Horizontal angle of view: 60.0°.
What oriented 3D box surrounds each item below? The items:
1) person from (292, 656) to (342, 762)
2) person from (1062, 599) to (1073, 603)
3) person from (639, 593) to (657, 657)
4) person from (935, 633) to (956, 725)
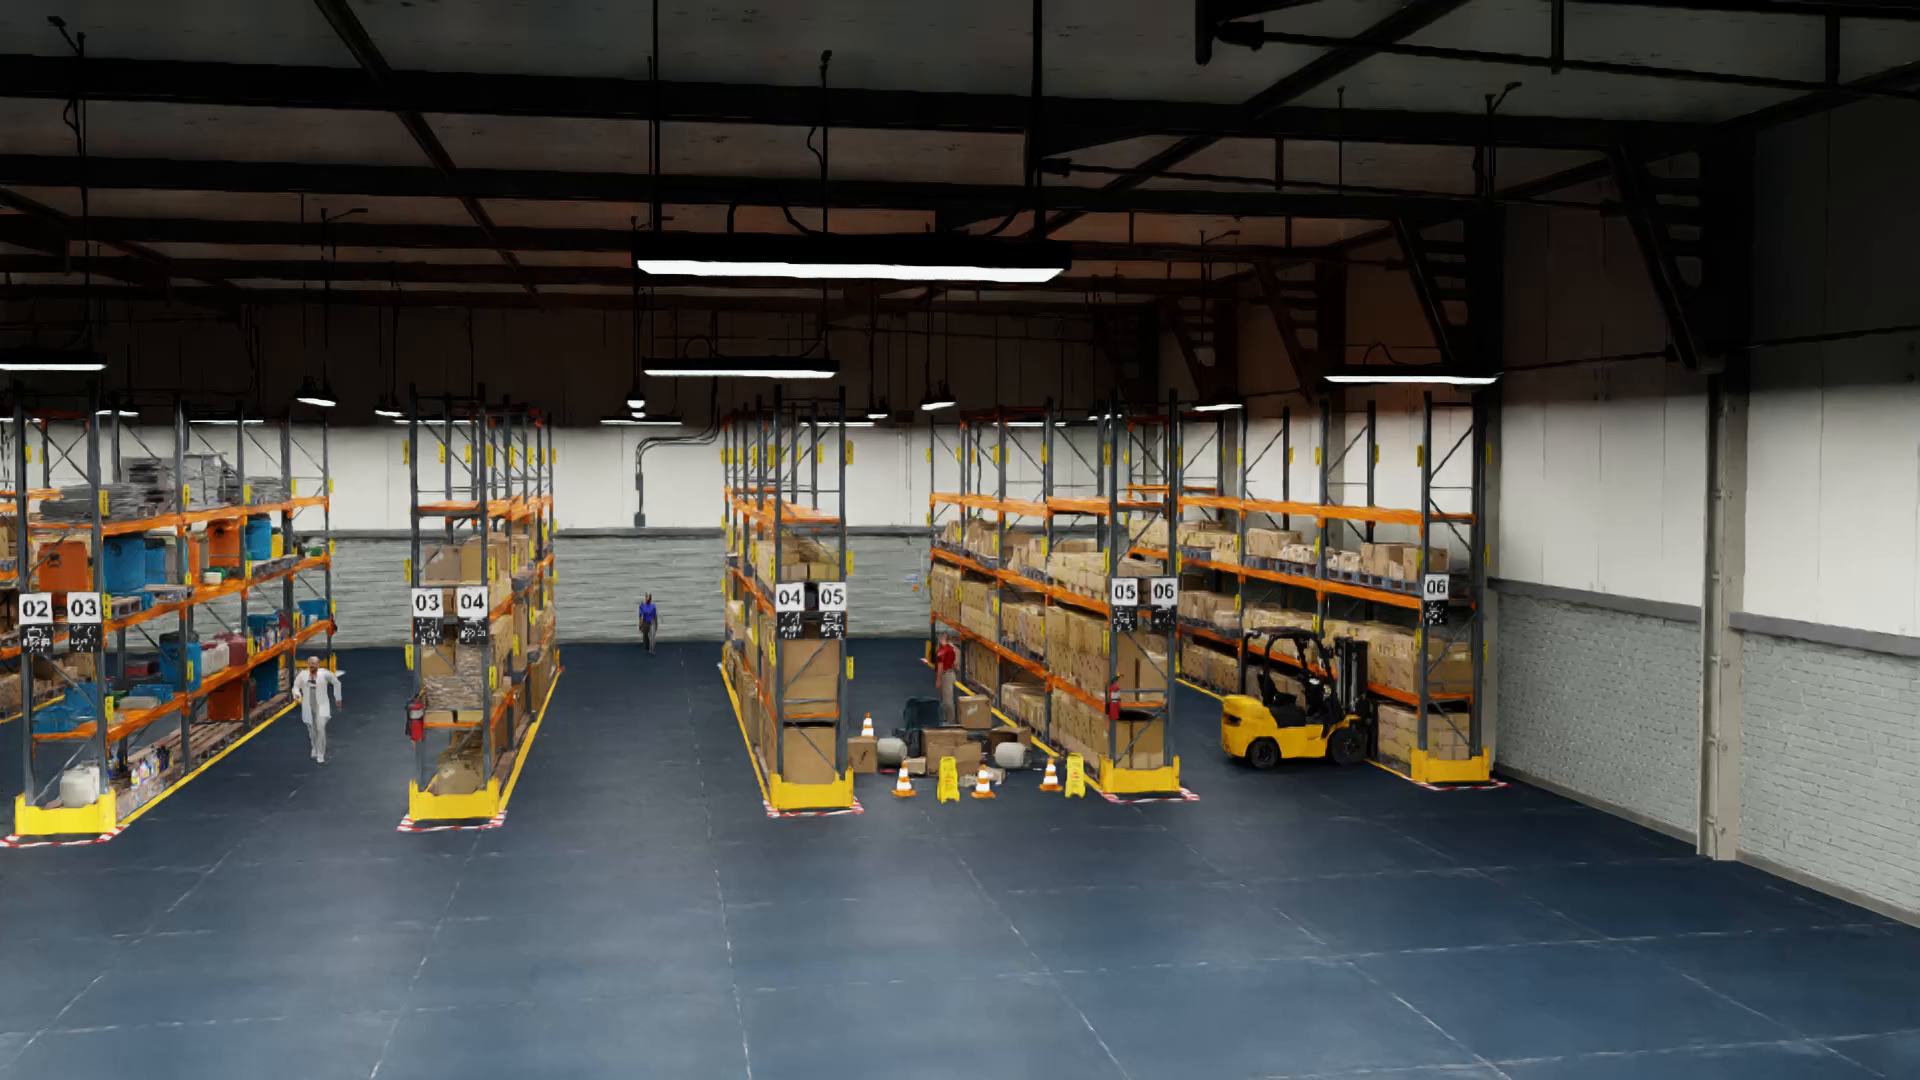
[{"bbox_3d":[-10.623,2.753,27.418,0.736,1.715,0.891,0,3,-5],"label":"person"},{"bbox_3d":[2.839,1.940,43.033,0.713,1.785,0.555,-2,4,-41],"label":"person"},{"bbox_3d":[-7.789,2.096,41.504,0.447,1.574,1.088,0,3,-8],"label":"person"},{"bbox_3d":[-0.310,2.569,30.732,0.586,1.720,0.662,1,3,16],"label":"person"}]
